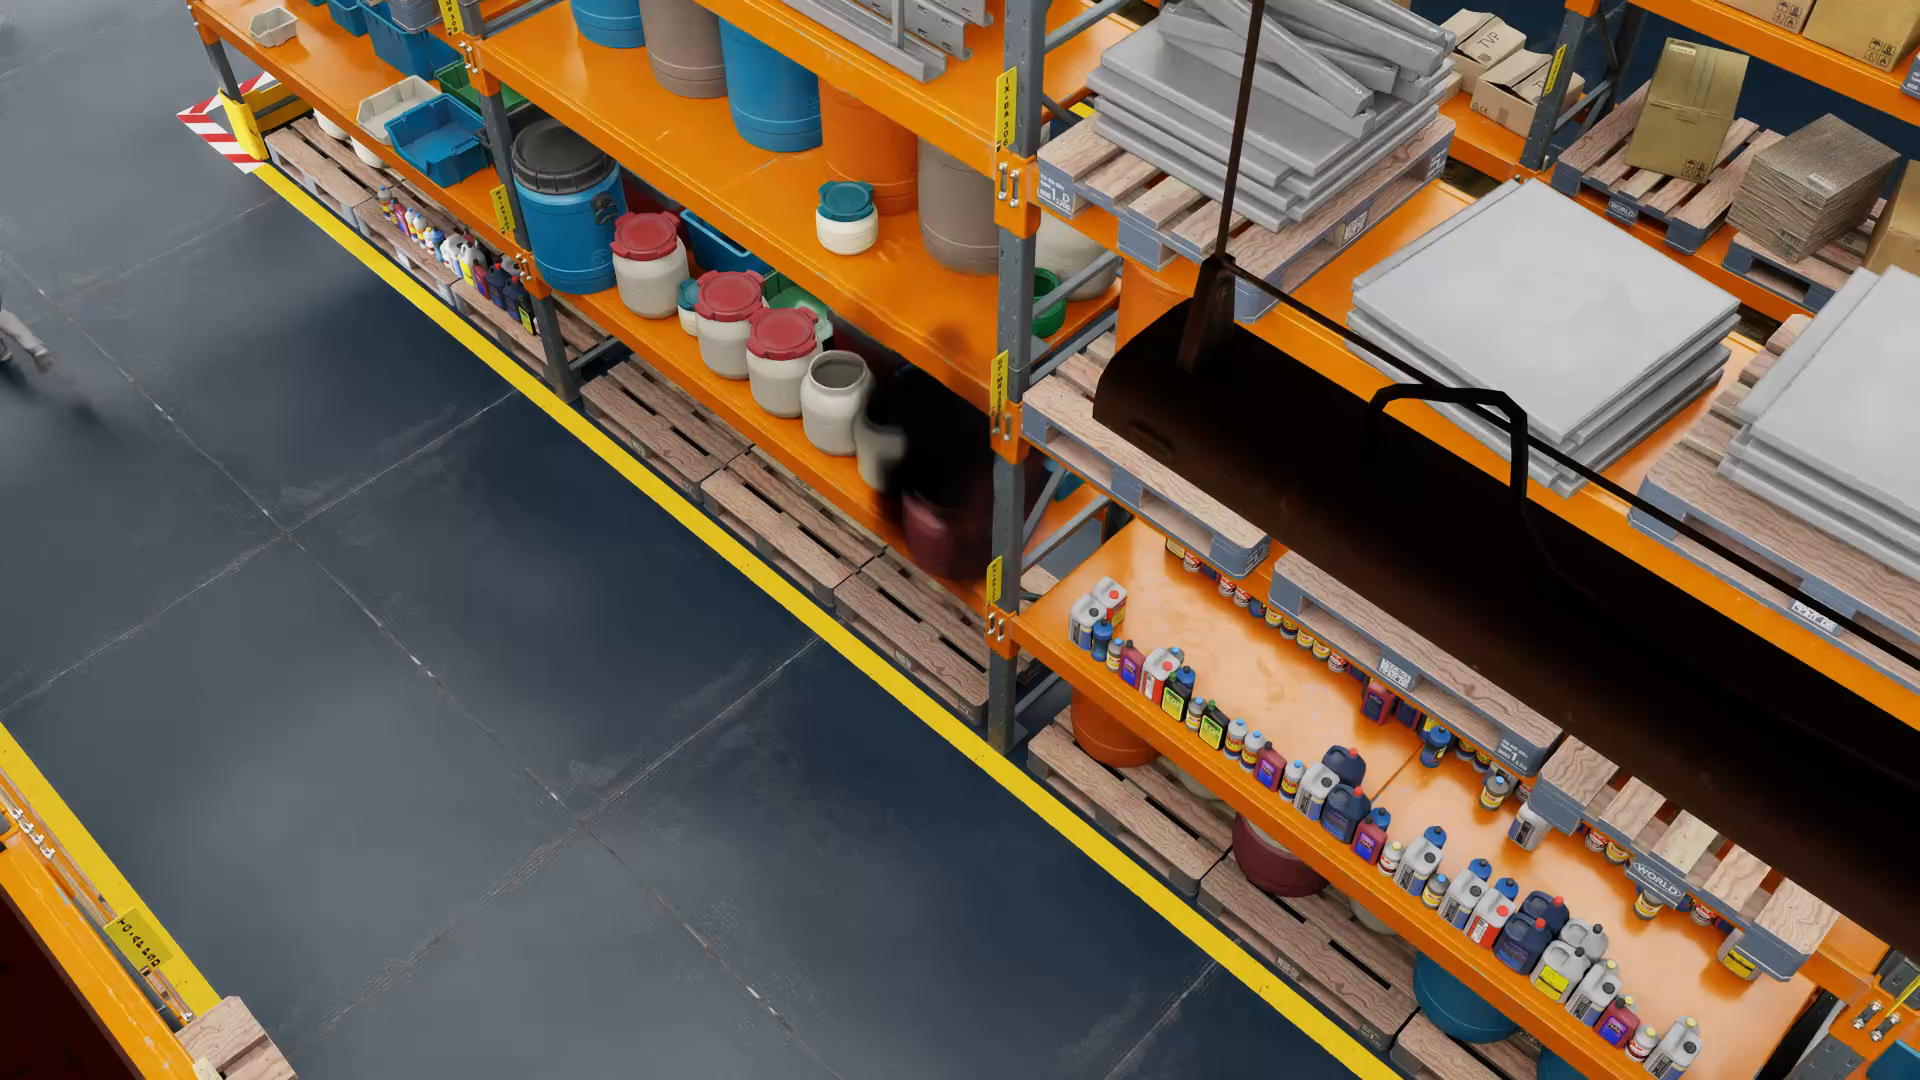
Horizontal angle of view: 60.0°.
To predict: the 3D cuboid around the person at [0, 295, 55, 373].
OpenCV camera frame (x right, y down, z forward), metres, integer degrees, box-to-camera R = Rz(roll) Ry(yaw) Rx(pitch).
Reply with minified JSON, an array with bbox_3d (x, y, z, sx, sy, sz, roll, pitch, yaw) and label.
[{"bbox_3d":[-6.425,-1.662,10.712,0.854,1.686,0.599,23,54,18],"label":"person"}]
